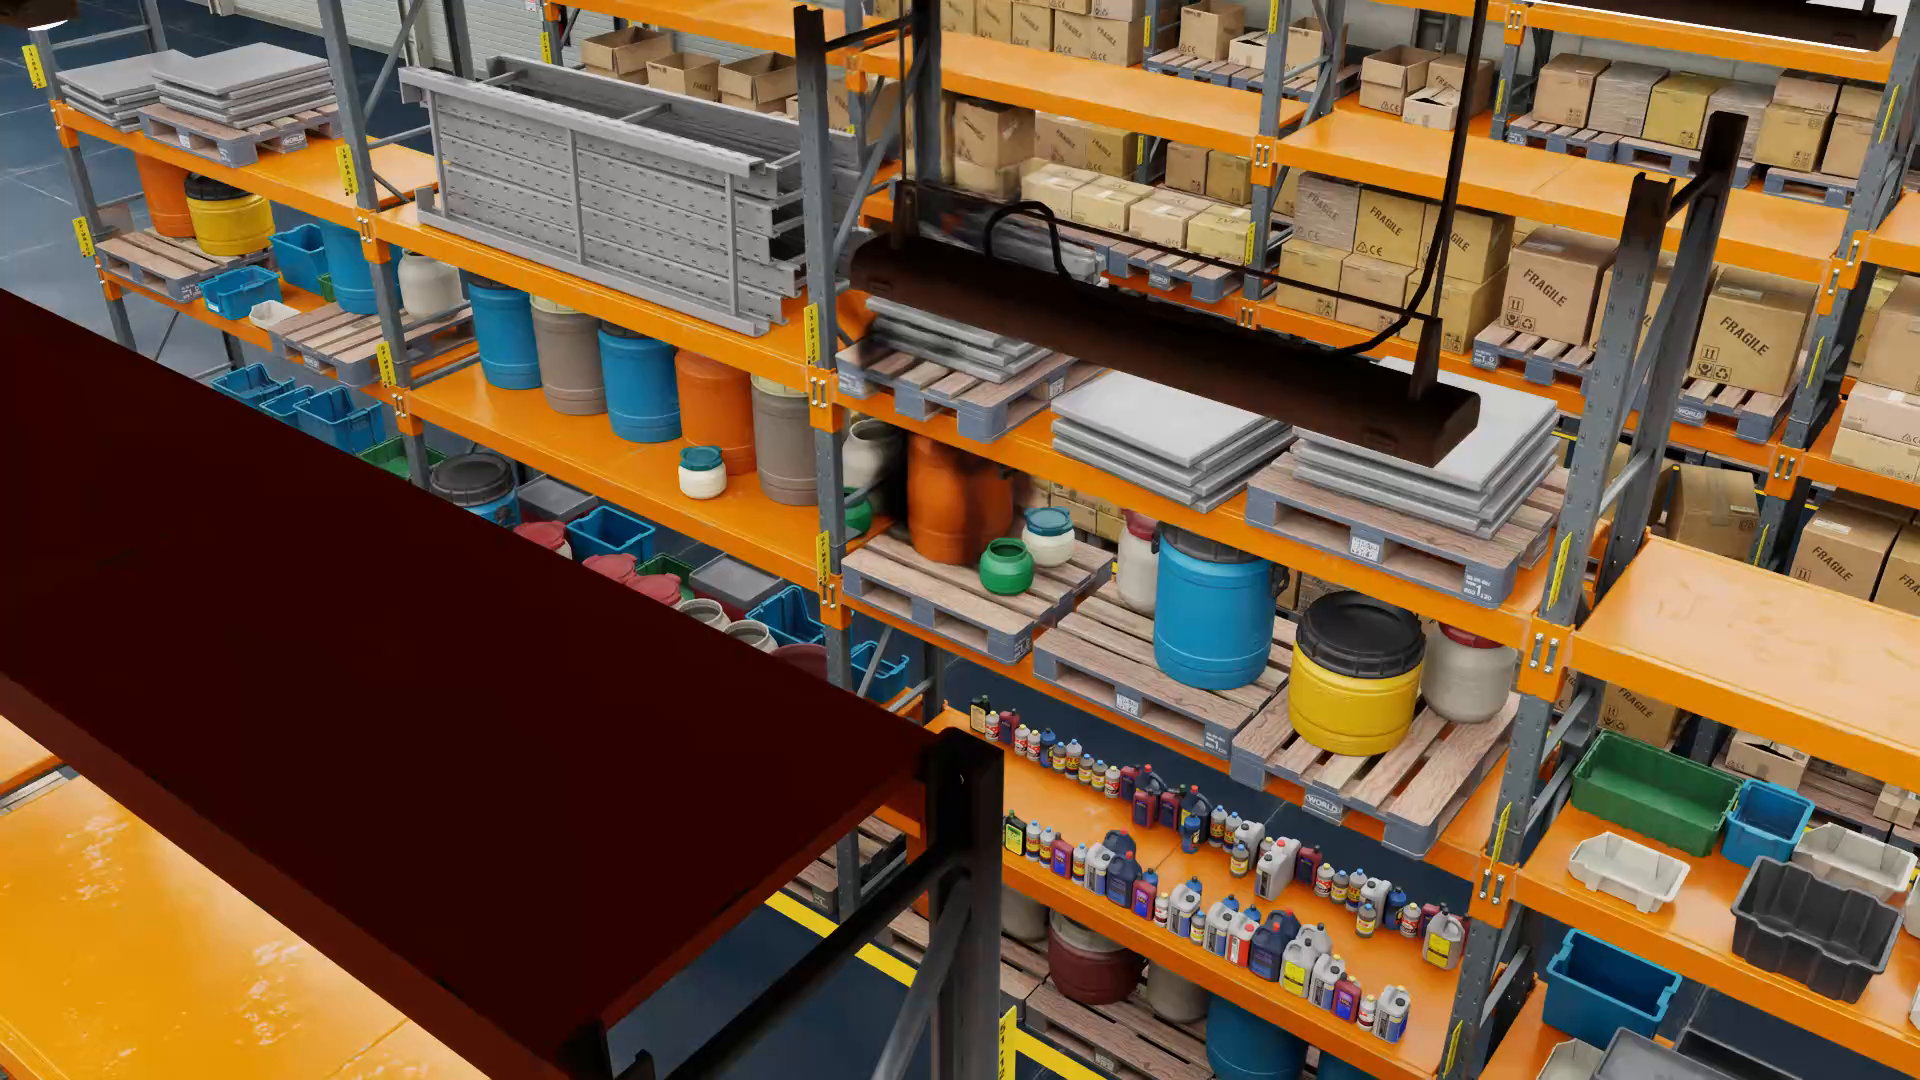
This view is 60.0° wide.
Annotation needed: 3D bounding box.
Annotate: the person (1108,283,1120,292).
[{"bbox_3d":[1.421,-2.076,17.079,0.642,1.701,0.661,20,37,29],"label":"person"}]
